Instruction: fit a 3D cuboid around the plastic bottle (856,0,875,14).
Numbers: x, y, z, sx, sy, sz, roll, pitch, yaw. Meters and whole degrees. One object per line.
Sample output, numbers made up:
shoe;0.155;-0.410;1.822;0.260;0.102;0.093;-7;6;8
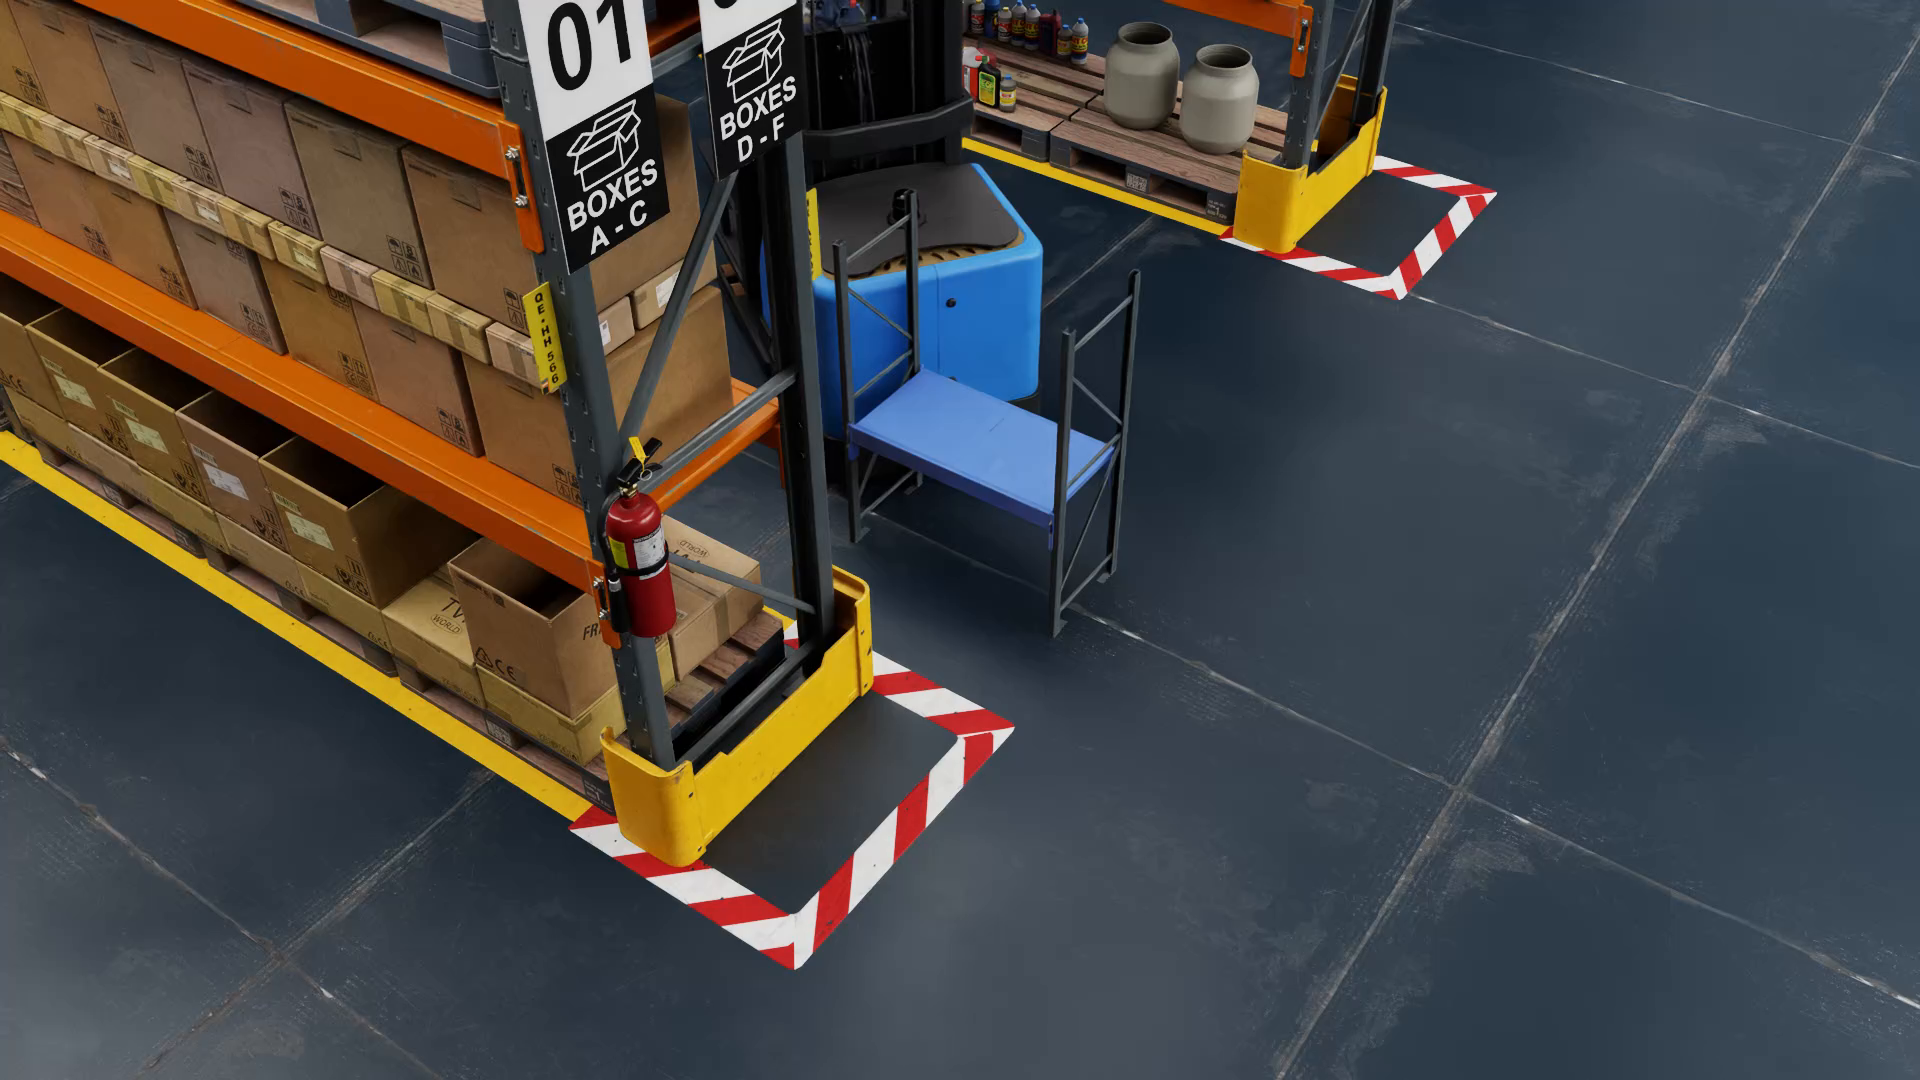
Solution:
plastic bottle;-0.631;-3.567;10.643;0.185;0.351;0.144;25;48;25

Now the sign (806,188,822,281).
sign;-0.490;-0.976;5.383;0.005;0.325;0.100;25;48;25

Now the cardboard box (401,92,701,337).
cardboard box;-1.232;-1.050;5.126;0.500;0.500;0.700;25;48;25

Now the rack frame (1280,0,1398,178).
rack frame;2.034;-3.026;8.383;0.127;3.000;1.000;25;48;25

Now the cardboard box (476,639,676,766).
cardboard box;-1.422;0.501;6.188;0.500;0.250;0.500;25;48;25

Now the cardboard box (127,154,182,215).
cardboard box;-2.709;-1.334;5.930;0.250;0.149;0.380;25;47;25

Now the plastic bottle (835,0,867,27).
plastic bottle;-0.664;-3.127;10.152;0.185;0.351;0.144;23;47;24

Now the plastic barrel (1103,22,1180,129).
plastic barrel;1.041;-2.658;9.522;0.421;0.512;0.421;0;42;0

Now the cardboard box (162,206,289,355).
cardboard box;-2.457;-1.138;6.197;0.500;0.500;0.700;27;48;27

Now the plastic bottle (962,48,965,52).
plastic bottle;-0.026;-2.804;9.847;0.135;0.276;0.152;24;47;24

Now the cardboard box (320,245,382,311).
cardboard box;-1.865;-0.940;5.489;0.250;0.149;0.380;26;48;26

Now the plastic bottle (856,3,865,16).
plastic bottle;-0.631;-3.180;10.270;0.097;0.271;0.097;0;42;0

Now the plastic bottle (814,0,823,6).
plastic bottle;-0.891;-3.298;10.393;0.133;0.283;0.061;25;48;25

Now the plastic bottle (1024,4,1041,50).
plastic bottle;0.448;-3.169;10.258;0.097;0.271;0.097;0;42;0

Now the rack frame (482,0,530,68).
rack frame;-0.814;-2.559;3.362;0.127;3.000;1.000;25;48;25

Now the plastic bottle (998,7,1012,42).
plastic bottle;0.285;-3.219;10.367;0.097;0.201;0.097;0;42;0

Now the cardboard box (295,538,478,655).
cardboard box;-2.249;0.125;6.608;0.500;0.250;0.500;25;48;25

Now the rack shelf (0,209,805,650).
rack shelf;-2.451;-0.821;6.458;4.000;0.370;1.077;25;48;25

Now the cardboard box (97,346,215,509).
cardboard box;-3.070;-0.535;6.783;0.500;0.500;0.500;25;48;25

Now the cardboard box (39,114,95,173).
cardboard box;-3.143;-1.535;6.155;0.250;0.149;0.380;24;47;24

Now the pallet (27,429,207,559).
pallet;-3.461;-0.489;7.638;1.213;0.211;1.003;25;48;25

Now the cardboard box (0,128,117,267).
cardboard box;-3.286;-1.528;6.633;0.500;0.500;0.700;25;47;25

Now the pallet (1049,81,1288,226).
pallet;1.282;-2.305;9.667;1.213;0.211;1.003;25;48;25

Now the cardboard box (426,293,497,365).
cardboard box;-1.451;-0.744;5.271;0.250;0.149;0.380;26;48;26

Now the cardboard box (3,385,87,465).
cardboard box;-3.883;-0.644;7.467;0.500;0.250;0.500;25;48;25

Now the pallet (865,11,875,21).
pallet;-0.715;-3.239;10.711;1.213;0.211;1.003;25;48;25

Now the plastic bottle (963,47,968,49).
plastic bottle;0.030;-2.851;9.956;0.097;0.201;0.097;0;42;0

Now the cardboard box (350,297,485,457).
cardboard box;-1.621;-0.745;5.758;0.500;0.500;0.700;26;48;26

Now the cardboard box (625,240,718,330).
cardboard box;-1.011;-0.870;5.412;0.250;0.149;0.380;25;47;25

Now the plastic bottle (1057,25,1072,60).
plastic bottle;0.643;-3.052;10.179;0.097;0.201;0.097;0;42;0

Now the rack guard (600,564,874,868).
rack guard;-0.794;0.617;6.185;0.348;0.500;1.175;25;48;25

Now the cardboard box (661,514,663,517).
cardboard box;-1.536;0.028;6.716;0.500;0.250;0.500;25;48;25

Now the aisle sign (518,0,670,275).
aisle sign;-0.928;-1.107;4.288;0.004;0.787;0.394;25;48;25

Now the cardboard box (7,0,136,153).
cardboard box;-2.897;-1.825;5.992;0.500;0.500;0.700;25;48;25

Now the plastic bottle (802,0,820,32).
plastic bottle;-0.952;-3.237;10.330;0.135;0.276;0.152;27;48;27

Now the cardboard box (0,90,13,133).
cardboard box;-3.562;-1.732;6.374;0.250;0.149;0.380;24;47;24

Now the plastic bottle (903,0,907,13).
plastic bottle;-0.391;-3.572;10.649;0.185;0.351;0.144;23;47;23

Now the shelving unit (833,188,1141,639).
shelving unit;0.093;-0.490;6.673;1.048;1.500;0.538;25;47;25

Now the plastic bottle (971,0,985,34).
plastic bottle;0.116;-3.298;10.455;0.097;0.201;0.097;0;42;0

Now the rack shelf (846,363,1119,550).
rack shelf;0.093;-0.356;6.793;1.000;0.185;0.538;25;47;25

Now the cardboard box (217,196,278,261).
cardboard box;-2.297;-1.140;5.713;0.250;0.149;0.380;26;48;26

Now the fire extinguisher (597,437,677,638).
fire extinguisher;-0.983;0.004;5.054;0.183;0.674;0.296;25;48;25

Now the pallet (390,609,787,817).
pallet;-1.464;0.446;6.594;1.213;0.211;1.003;25;48;25

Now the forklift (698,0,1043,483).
forklift;-0.630;-2.340;7.667;1.130;2.935;3.031;-14;44;-15

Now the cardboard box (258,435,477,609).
cardboard box;-2.251;-0.153;6.356;0.500;0.500;0.500;25;48;25

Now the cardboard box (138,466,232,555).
cardboard box;-3.070;-0.255;7.033;0.500;0.250;0.500;25;48;25

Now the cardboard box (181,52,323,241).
cardboard box;-2.079;-1.441;5.563;0.500;0.500;0.700;25;48;25

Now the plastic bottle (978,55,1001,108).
plastic bottle;0.172;-2.677;9.699;0.133;0.283;0.061;26;48;26

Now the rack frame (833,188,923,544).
rack frame;-0.324;-0.684;6.889;0.032;1.500;0.500;25;47;25

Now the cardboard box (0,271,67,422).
cardboard box;-3.889;-0.918;7.211;0.500;0.500;0.500;25;48;25
